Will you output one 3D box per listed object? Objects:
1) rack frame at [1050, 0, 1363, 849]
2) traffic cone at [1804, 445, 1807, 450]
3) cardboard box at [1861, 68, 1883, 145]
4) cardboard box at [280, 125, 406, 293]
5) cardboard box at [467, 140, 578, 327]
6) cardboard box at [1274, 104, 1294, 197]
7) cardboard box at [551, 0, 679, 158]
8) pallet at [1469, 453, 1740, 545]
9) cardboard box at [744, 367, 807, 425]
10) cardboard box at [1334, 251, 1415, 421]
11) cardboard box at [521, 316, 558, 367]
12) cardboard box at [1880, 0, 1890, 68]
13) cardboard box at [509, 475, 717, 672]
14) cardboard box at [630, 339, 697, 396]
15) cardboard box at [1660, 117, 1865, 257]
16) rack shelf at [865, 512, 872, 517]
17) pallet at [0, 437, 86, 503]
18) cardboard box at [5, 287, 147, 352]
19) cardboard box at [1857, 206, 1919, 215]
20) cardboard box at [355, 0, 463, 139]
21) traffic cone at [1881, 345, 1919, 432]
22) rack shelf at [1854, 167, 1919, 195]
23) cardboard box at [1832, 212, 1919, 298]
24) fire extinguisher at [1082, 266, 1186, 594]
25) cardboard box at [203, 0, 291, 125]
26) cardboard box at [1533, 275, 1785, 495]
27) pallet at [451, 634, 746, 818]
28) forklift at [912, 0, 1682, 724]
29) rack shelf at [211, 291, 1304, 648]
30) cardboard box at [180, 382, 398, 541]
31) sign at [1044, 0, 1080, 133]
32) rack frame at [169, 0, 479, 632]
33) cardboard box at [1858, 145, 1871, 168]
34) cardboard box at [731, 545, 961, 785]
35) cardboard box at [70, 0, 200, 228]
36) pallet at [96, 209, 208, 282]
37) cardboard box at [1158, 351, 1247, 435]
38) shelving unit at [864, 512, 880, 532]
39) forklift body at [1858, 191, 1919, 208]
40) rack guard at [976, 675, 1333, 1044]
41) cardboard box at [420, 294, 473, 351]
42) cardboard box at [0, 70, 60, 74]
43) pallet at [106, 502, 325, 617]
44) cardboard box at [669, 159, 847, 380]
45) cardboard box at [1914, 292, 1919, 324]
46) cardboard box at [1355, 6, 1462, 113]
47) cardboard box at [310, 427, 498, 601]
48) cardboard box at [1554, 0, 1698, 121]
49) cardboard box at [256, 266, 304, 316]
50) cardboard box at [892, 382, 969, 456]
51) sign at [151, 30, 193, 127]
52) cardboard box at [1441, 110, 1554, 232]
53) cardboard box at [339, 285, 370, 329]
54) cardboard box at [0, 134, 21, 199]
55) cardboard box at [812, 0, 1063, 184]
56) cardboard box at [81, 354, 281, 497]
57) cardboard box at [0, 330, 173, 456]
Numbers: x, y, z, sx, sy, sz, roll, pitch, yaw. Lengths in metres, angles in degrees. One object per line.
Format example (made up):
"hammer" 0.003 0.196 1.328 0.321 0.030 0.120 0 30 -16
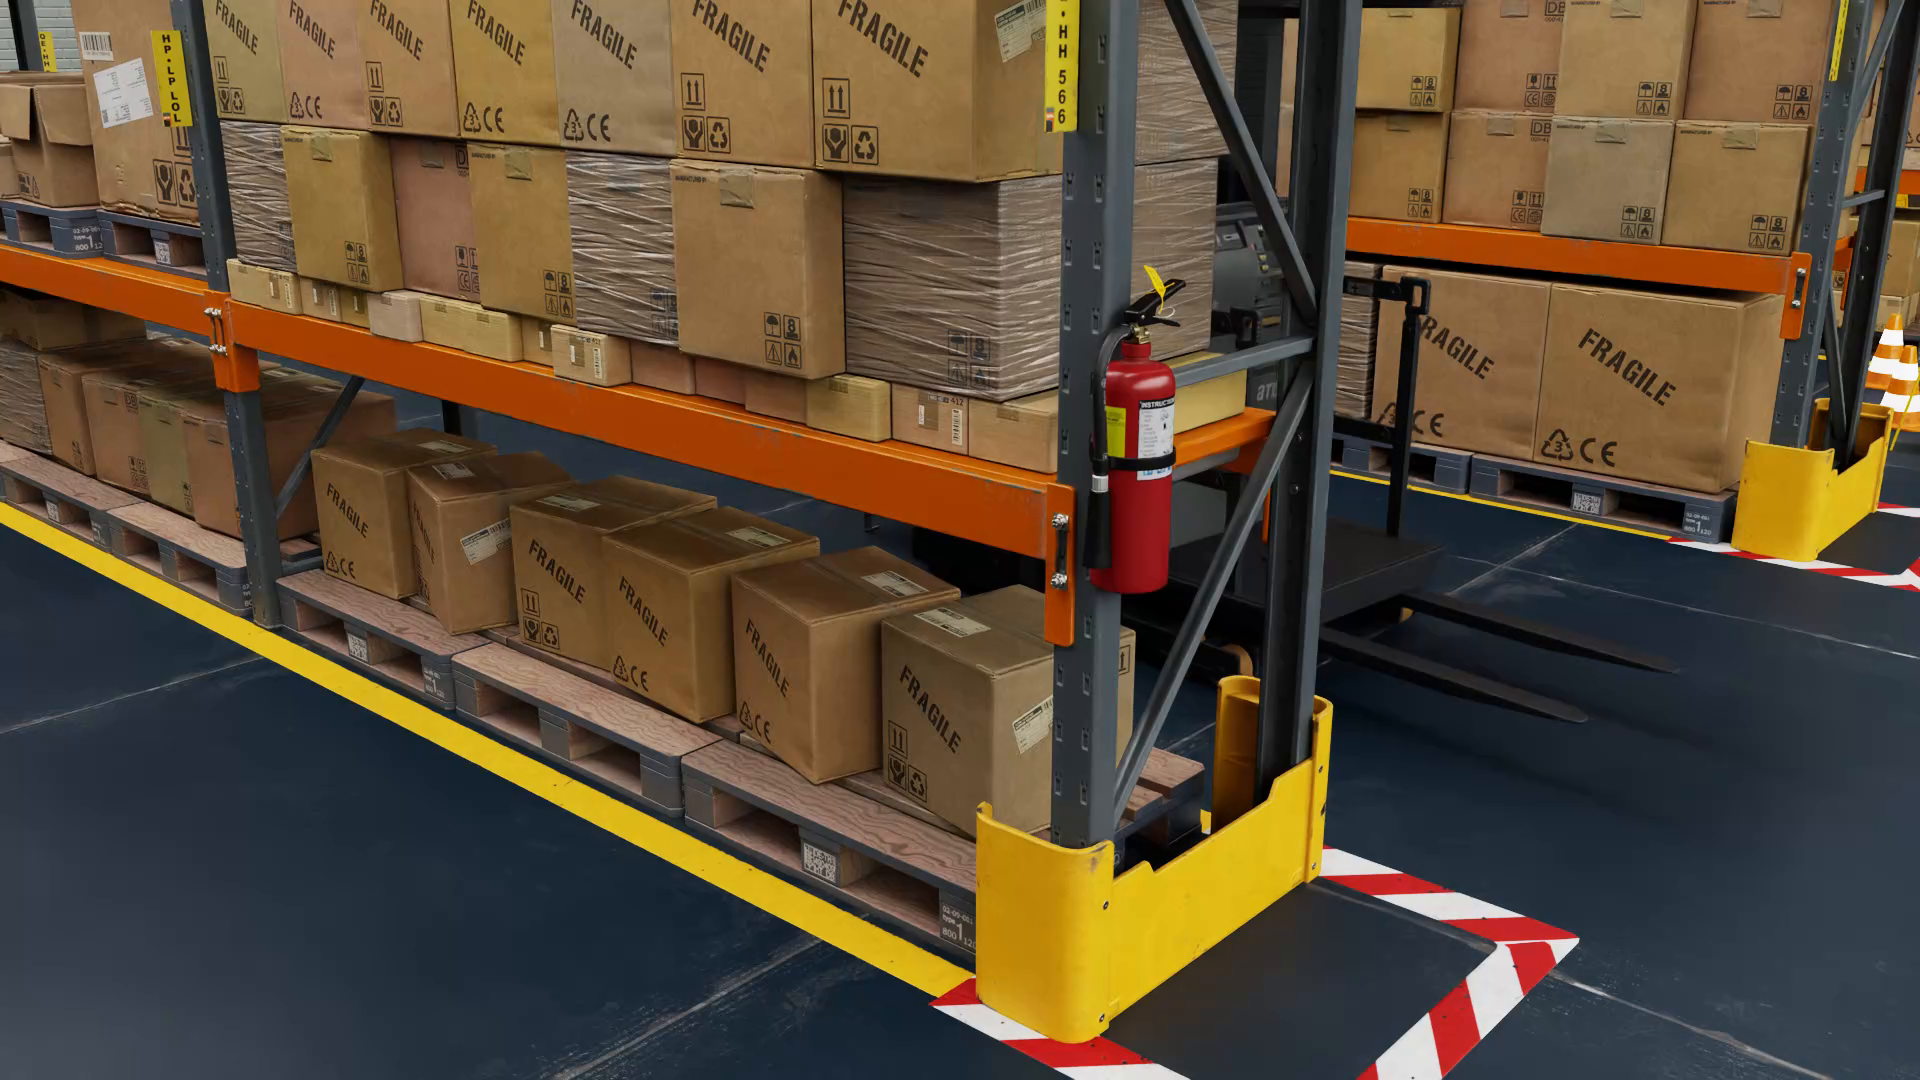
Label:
"rack frame" 0.585 -0.393 3.891 0.127 3.000 1.000 15 23 39
"traffic cone" 4.499 -0.714 9.096 0.334 0.463 0.336 15 23 39
"cardboard box" 6.203 -2.973 11.363 0.500 0.500 0.500 15 23 39
"cardboard box" -1.760 -1.173 5.692 0.500 0.500 0.875 15 23 39
"cardboard box" -0.973 -0.986 5.102 0.500 0.500 0.875 15 23 39
"cardboard box" 1.997 -2.058 8.889 0.550 0.550 0.875 15 23 39
"cardboard box" -0.740 -1.314 4.482 0.500 0.500 0.500 15 23 39
"pallet" 3.303 -0.309 8.235 1.213 0.211 1.003 15 23 39
"cardboard box" -0.349 -0.426 4.412 0.250 0.149 0.380 15 23 39
"cardboard box" 2.062 -1.163 9.137 0.875 0.875 0.875 15 23 40
"cardboard box" -1.097 -0.627 5.044 0.250 0.149 0.380 15 23 39
"cardboard box" 6.263 -3.458 11.238 0.500 0.500 0.700 15 23 40
"cardboard box" -1.184 0.105 5.761 0.500 0.500 0.500 13 22 34
"cardboard box" -0.711 -0.531 4.742 0.250 0.149 0.380 15 23 39
"cardboard box" 3.646 -1.631 7.543 0.550 0.550 0.875 15 23 39
"rack shelf" -0.124 -0.354 7.615 0.480 0.518 0.431 15 23 39
"pallet" -4.815 -0.513 8.879 1.213 0.211 1.003 15 23 39
"cardboard box" -4.474 -1.143 8.420 0.500 0.250 0.500 -15 23 -40
"cardboard box" 6.725 -2.111 11.917 0.500 0.500 0.500 14 22 37
"cardboard box" -1.490 -1.514 5.113 0.500 0.500 0.500 15 23 39
"traffic cone" 5.503 -0.901 9.686 0.334 0.463 0.336 15 23 39
"rack shelf" 5.667 -2.694 12.330 4.000 0.370 1.077 15 23 39
"cardboard box" 6.391 -1.984 11.516 0.500 0.500 0.500 15 23 40
"fire extinguisher" 0.365 -0.229 3.502 0.183 0.674 0.296 15 23 39
"cardboard box" -2.239 -1.714 5.745 0.500 0.500 0.500 15 23 39
"cardboard box" 3.402 -0.804 8.003 0.875 0.875 0.875 15 23 40
"pallet" -0.964 0.505 5.673 1.213 0.211 1.003 15 23 39
"forklift" 1.147 -1.032 6.019 1.130 2.935 3.031 -15 23 -39
"rack shelf" -0.911 -0.452 5.266 4.000 0.370 1.077 15 23 39
"cardboard box" -2.851 -0.343 7.138 0.500 0.500 0.700 13 22 35
"sign" 0.202 -0.974 3.286 0.005 0.325 0.100 15 23 39
"rack frame" -2.406 -1.196 6.422 0.127 3.000 1.000 15 23 39
"cardboard box" 6.301 -2.624 11.337 0.250 0.149 0.380 15 23 38
"cardboard box" -0.340 0.357 4.967 0.500 0.500 0.500 -11 21 -31
"cardboard box" -2.908 -1.874 6.870 1.000 1.000 1.000 15 23 40
"pallet" -2.881 -1.291 7.038 1.213 0.211 1.003 15 23 39
"cardboard box" 0.530 -0.385 4.280 0.250 0.149 0.380 15 23 39
"shelving unit" -0.124 -1.034 7.399 0.503 2.100 0.431 15 23 39
"forklift body" 7.826 -3.322 14.525 1.214 2.155 2.313 15 23 39
"rack guard" 0.529 0.783 4.318 0.348 0.500 1.175 15 23 39
"cardboard box" -1.494 -0.720 5.336 0.250 0.149 0.380 15 23 39
"cardboard box" -4.968 -2.148 8.561 0.500 0.500 0.500 12 21 33
"pallet" -2.990 -0.023 7.335 1.213 0.211 1.003 15 23 39
"cardboard box" -0.261 -0.772 4.430 0.500 0.500 0.875 15 23 39
"cardboard box" 6.744 -1.749 12.016 0.500 0.250 0.500 15 23 39
"cardboard box" 2.417 -2.474 8.416 0.500 0.550 0.875 15 23 39
"cardboard box" -2.134 -0.116 6.455 0.500 0.500 0.500 14 22 38
"cardboard box" 3.229 -2.254 7.722 0.550 0.550 0.875 15 23 39
"cardboard box" -2.267 -0.912 5.942 0.250 0.149 0.380 15 23 39
"cardboard box" 0.049 -0.334 4.121 0.250 0.149 0.380 15 23 39
"sign" -2.772 -1.622 5.849 0.005 0.325 0.100 15 23 39
"cardboard box" 2.884 -1.877 8.320 0.550 0.550 0.875 15 23 39
"cardboard box" -1.868 -0.820 5.652 0.250 0.149 0.380 15 23 39
"cardboard box" -4.297 -1.739 7.688 0.500 0.250 0.500 14 22 38
"cardboard box" 0.010 -1.114 3.852 0.500 0.500 0.500 15 23 39
"cardboard box" -3.614 -0.555 7.806 0.500 0.500 0.700 13 22 35
"cardboard box" -4.460 -0.779 8.513 0.500 0.500 0.700 13 22 35
